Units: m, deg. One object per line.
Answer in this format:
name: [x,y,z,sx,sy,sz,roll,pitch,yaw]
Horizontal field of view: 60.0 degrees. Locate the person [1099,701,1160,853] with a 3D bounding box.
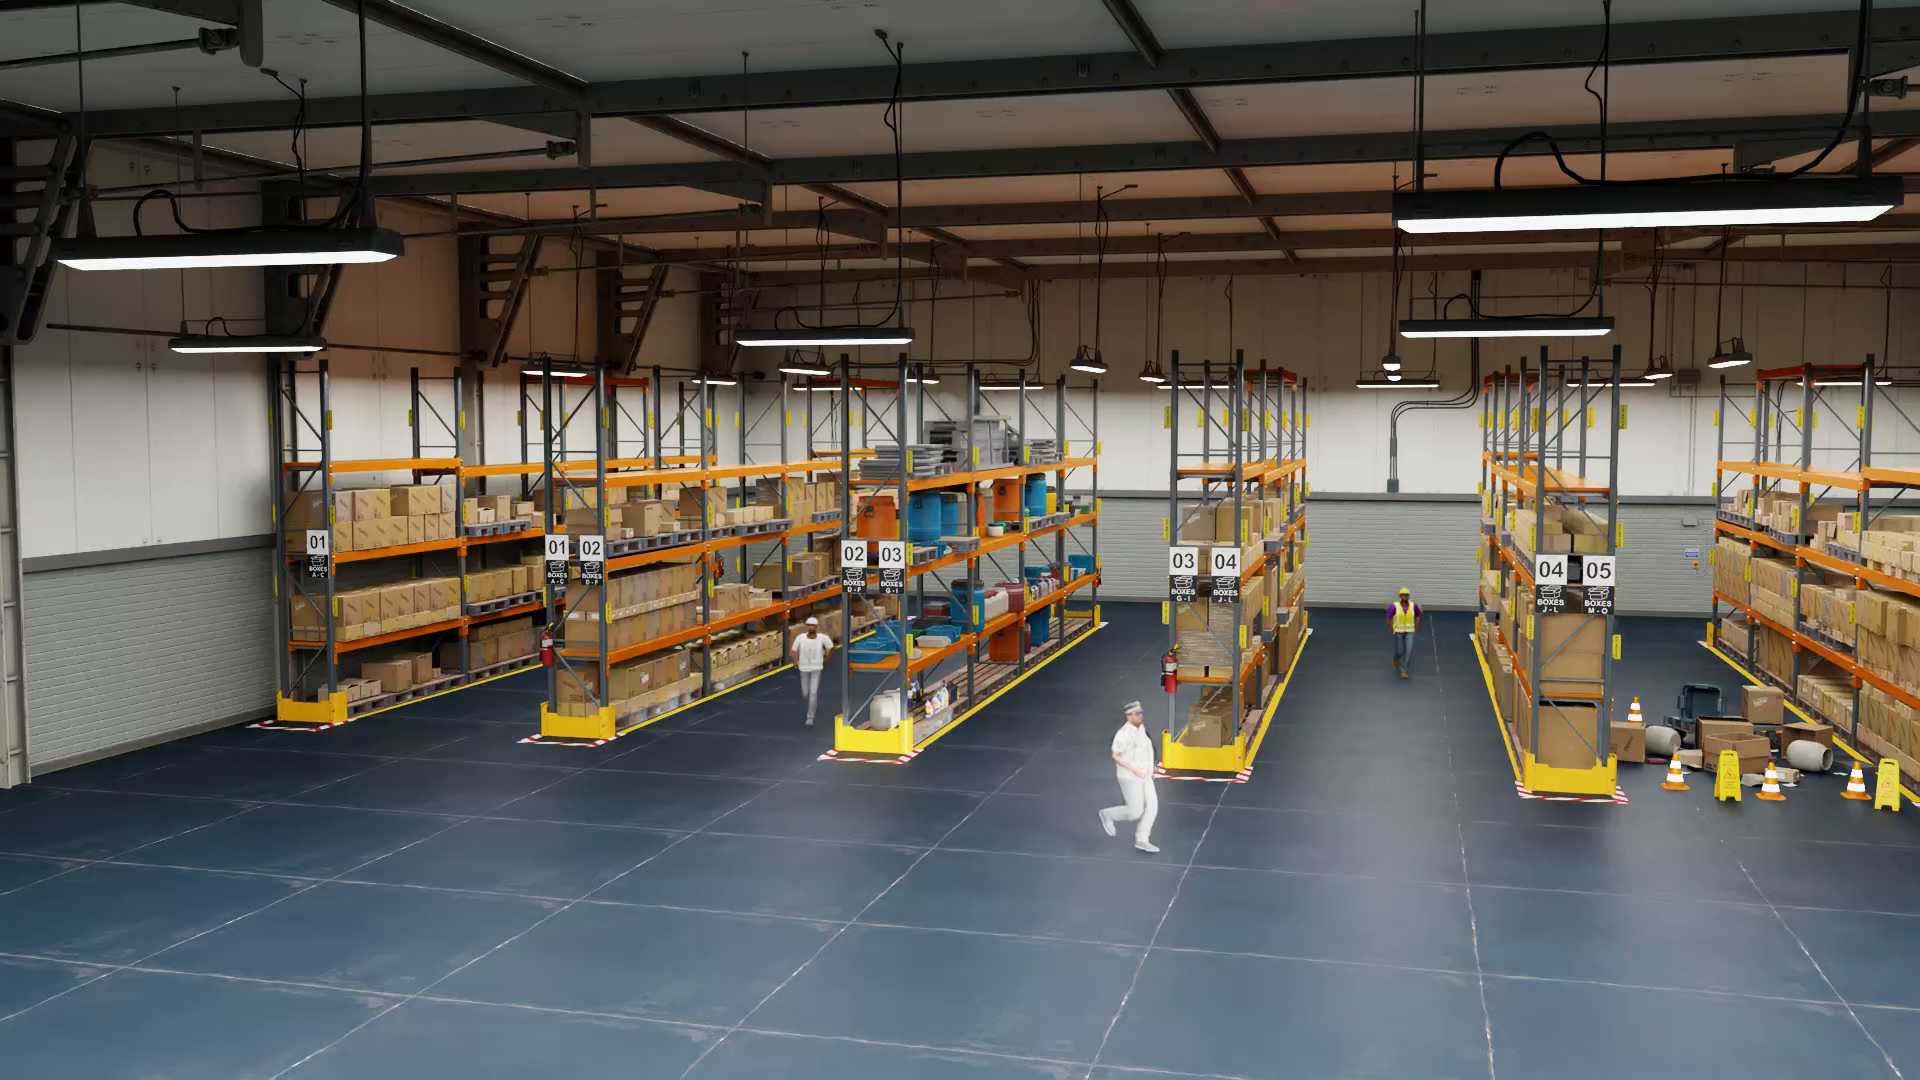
person: [2.012,2.744,19.434,0.752,1.753,0.663,3,5,38]

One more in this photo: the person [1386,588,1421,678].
person: [8.685,1.804,32.531,0.699,1.738,0.758,0,4,5]

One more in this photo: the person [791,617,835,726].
person: [-2.444,2.137,27.430,0.712,1.745,0.897,0,4,6]

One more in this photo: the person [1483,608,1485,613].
person: [12.611,1.325,39.163,0.897,1.786,0.724,1,4,11]
